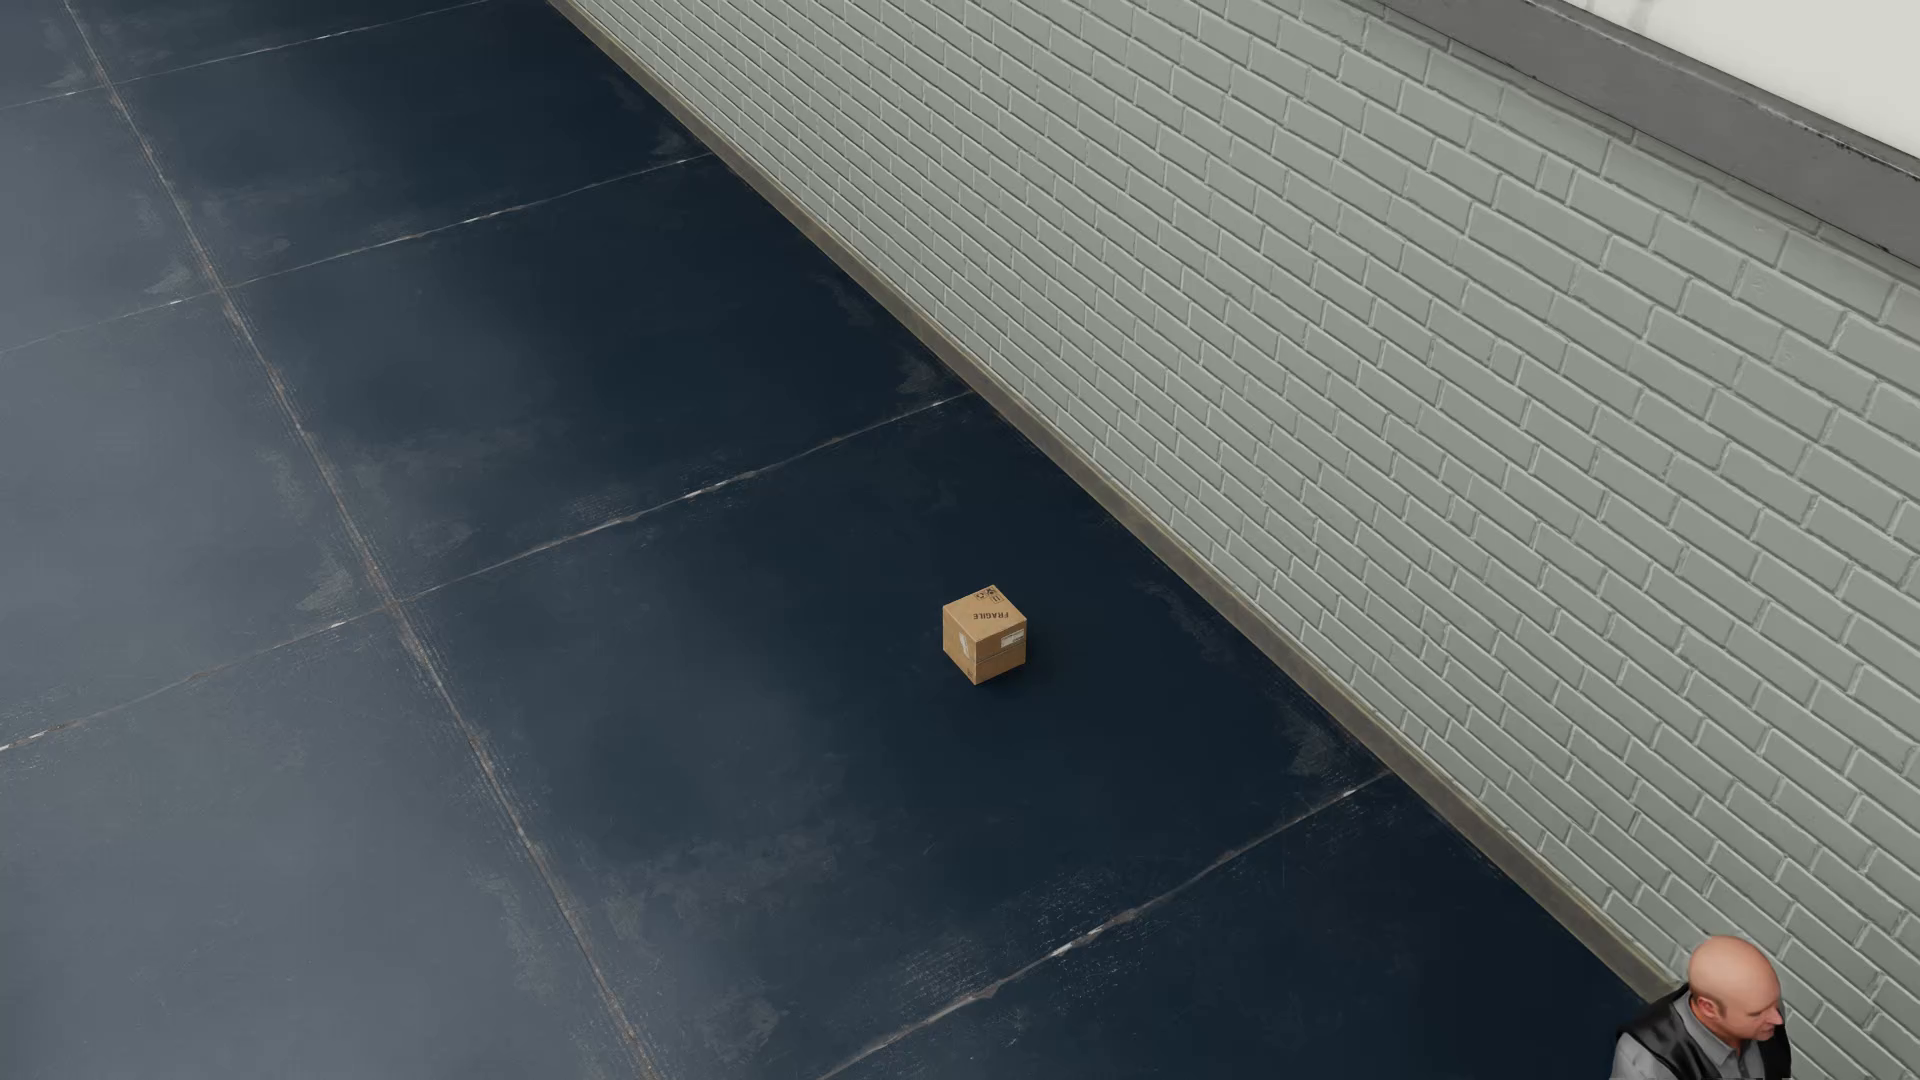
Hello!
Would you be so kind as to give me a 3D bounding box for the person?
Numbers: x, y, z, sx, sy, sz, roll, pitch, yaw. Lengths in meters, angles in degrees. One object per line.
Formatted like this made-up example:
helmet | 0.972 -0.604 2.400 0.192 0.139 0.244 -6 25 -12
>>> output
person | 1.799 1.584 4.296 0.541 1.706 0.621 -20 44 -22
